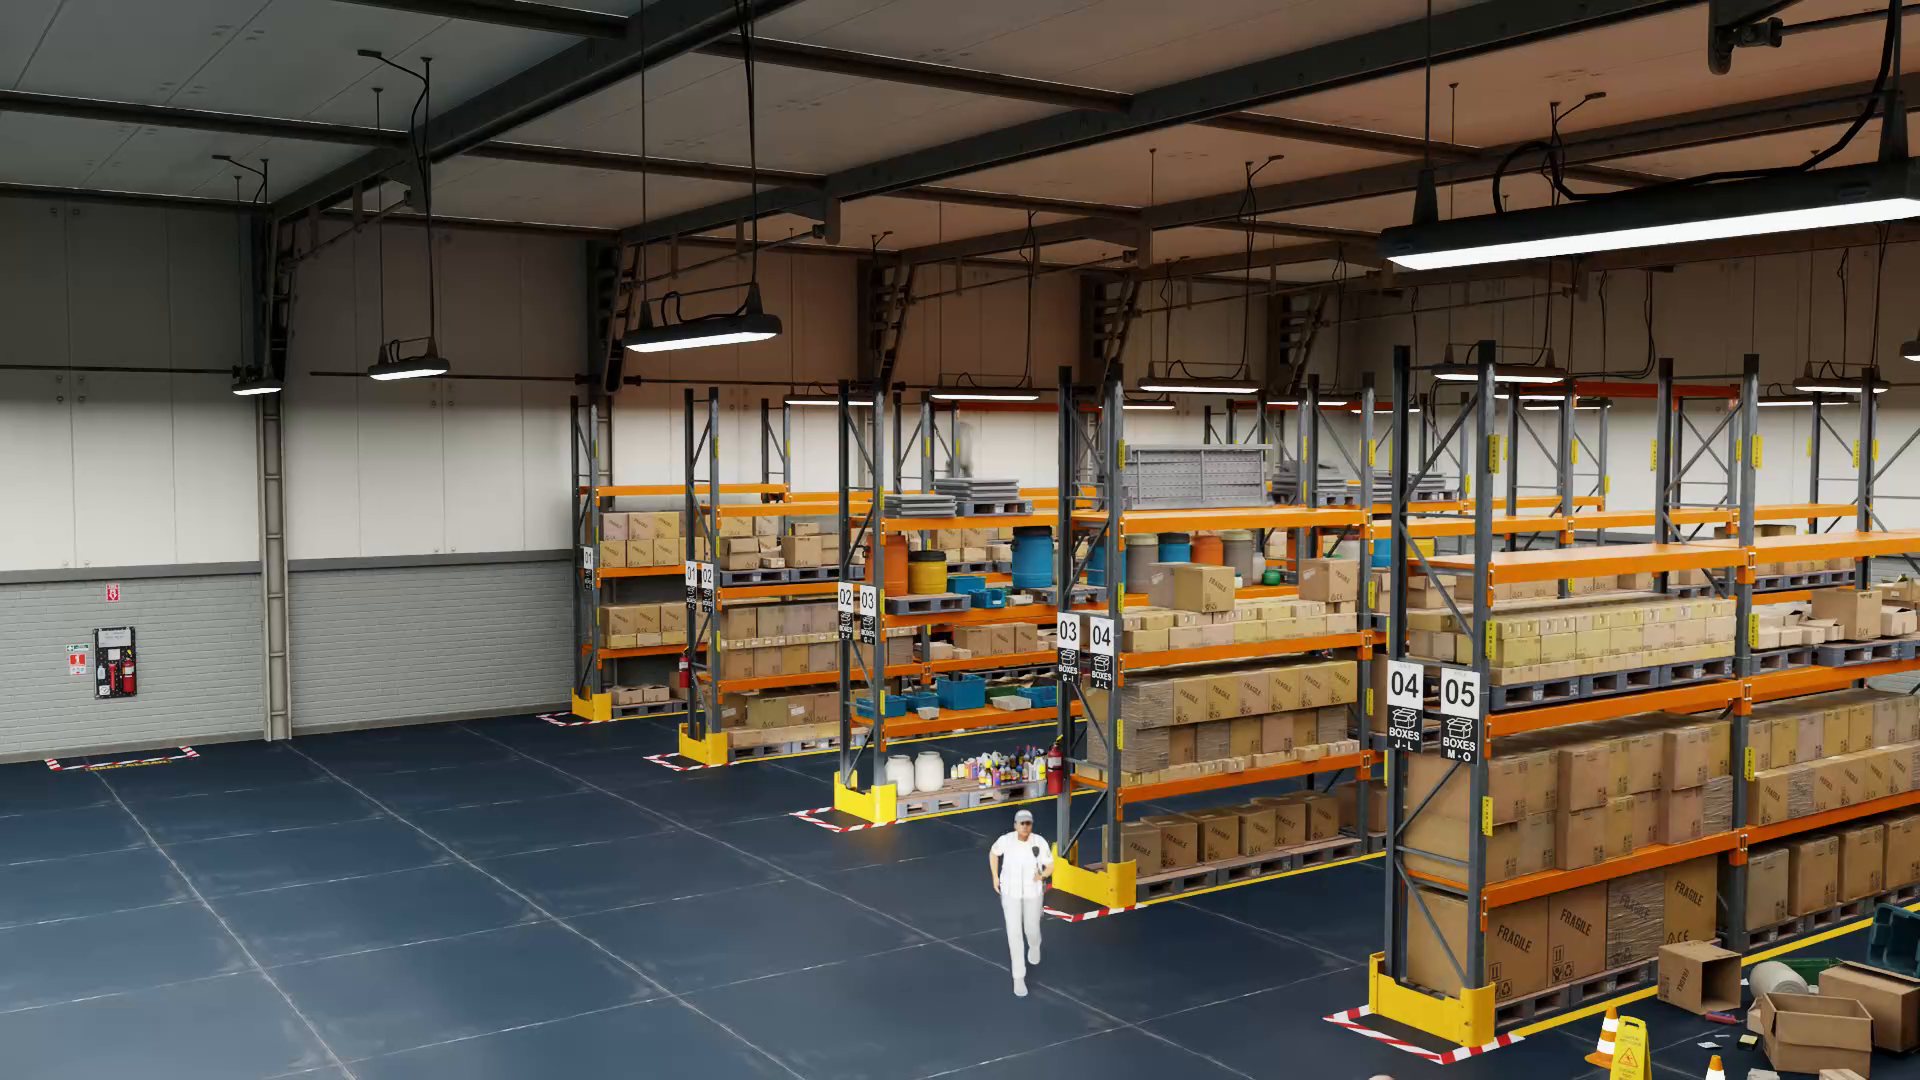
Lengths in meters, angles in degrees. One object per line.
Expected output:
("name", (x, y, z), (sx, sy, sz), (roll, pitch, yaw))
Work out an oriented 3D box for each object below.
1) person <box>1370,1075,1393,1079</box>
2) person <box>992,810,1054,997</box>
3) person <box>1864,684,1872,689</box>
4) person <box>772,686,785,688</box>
("person", (2.432, 3.762, 9.431), (0.742, 1.738, 1.080), (1, 4, 17))
("person", (0.595, 3.382, 15.848), (0.583, 1.675, 0.944), (0, 3, -1))
("person", (13.120, 2.869, 24.103), (0.522, 1.573, 0.585), (-3, 4, -40))
("person", (-3.421, 2.565, 30.193), (0.695, 1.572, 0.868), (2, 4, 25))
